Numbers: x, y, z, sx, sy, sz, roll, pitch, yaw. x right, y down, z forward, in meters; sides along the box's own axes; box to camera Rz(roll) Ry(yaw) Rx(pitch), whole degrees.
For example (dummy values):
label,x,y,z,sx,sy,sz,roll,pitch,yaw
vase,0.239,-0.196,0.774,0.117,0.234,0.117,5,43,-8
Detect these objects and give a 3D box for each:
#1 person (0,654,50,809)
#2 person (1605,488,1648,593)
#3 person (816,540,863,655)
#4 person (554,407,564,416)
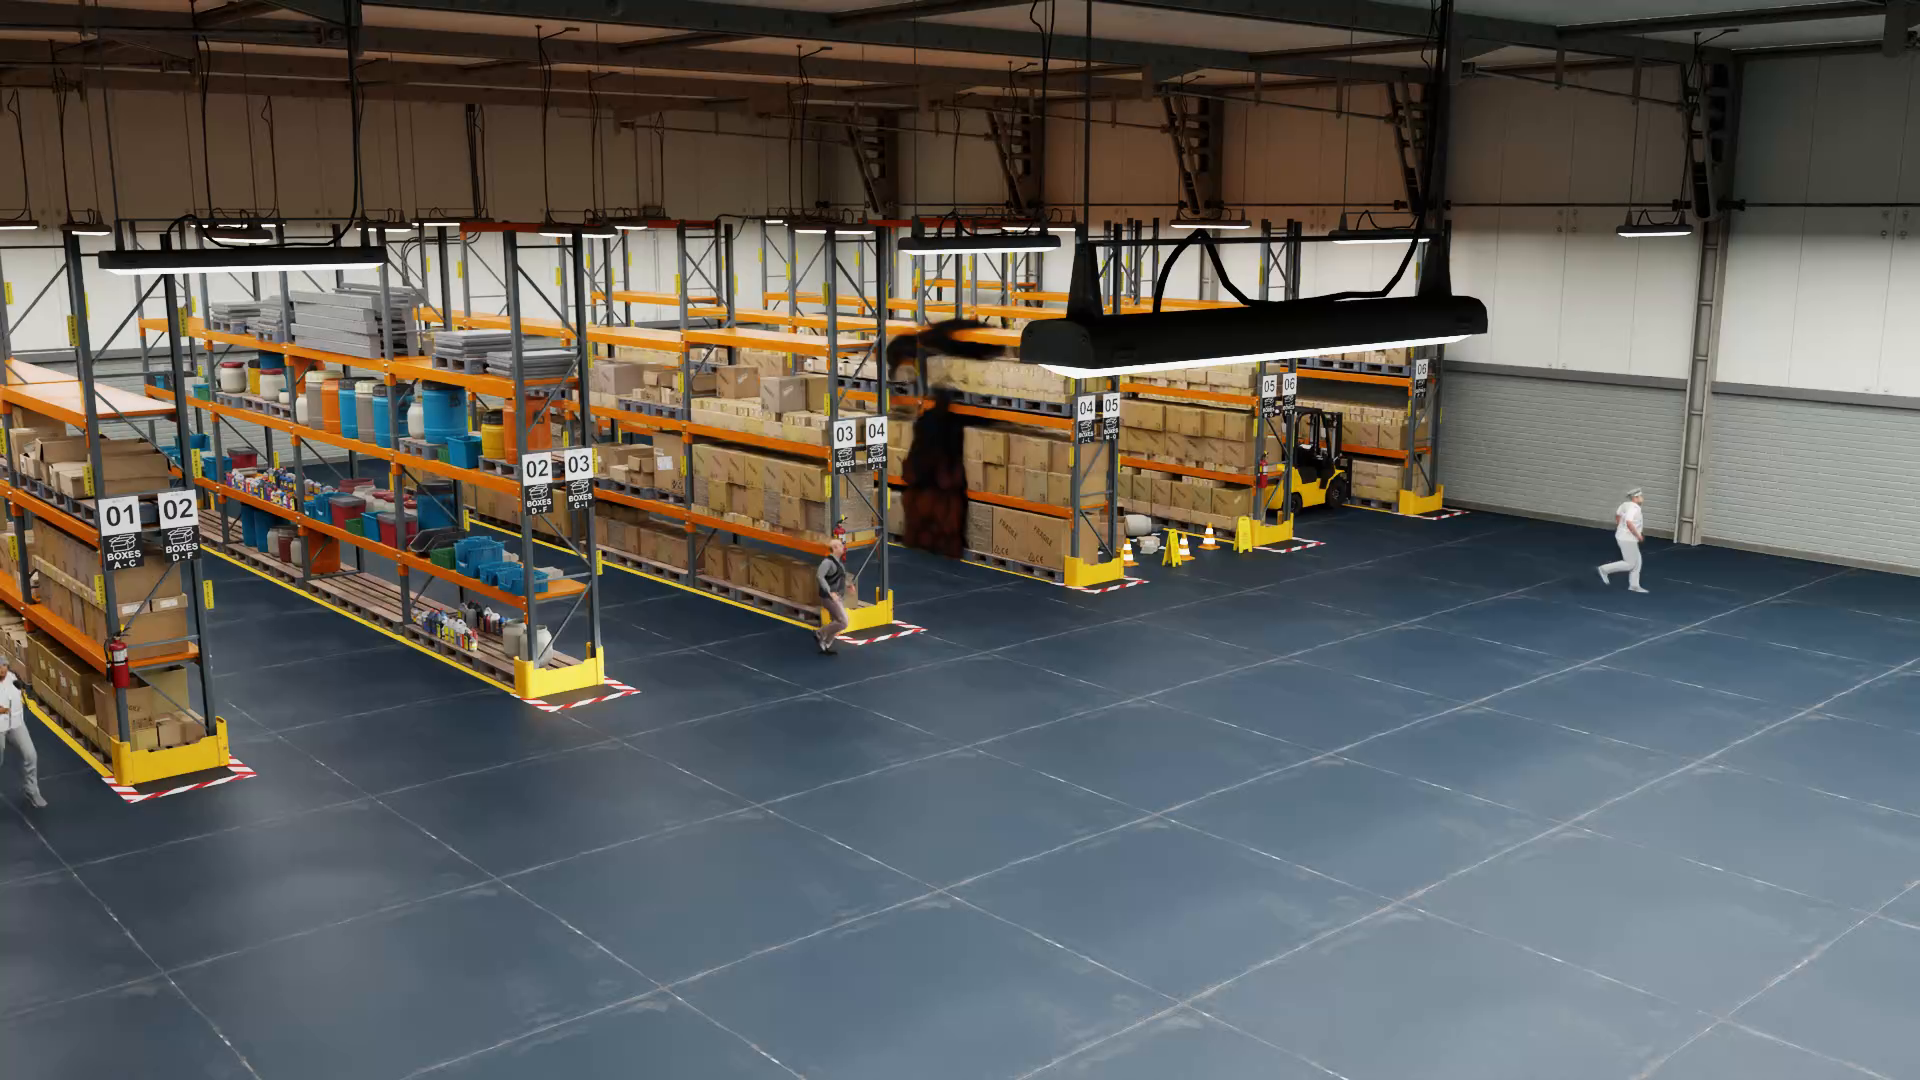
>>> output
label,x,y,z,sx,sy,sz,roll,pitch,yaw
person,-10.175,2.025,17.707,0.903,1.690,0.634,7,13,32
person,11.074,-0.002,27.535,0.720,1.759,0.686,2,12,9
person,-1.735,0.811,23.698,0.647,1.662,0.668,2,12,11
person,-9.628,-2.438,39.898,0.538,1.610,0.832,4,12,21
